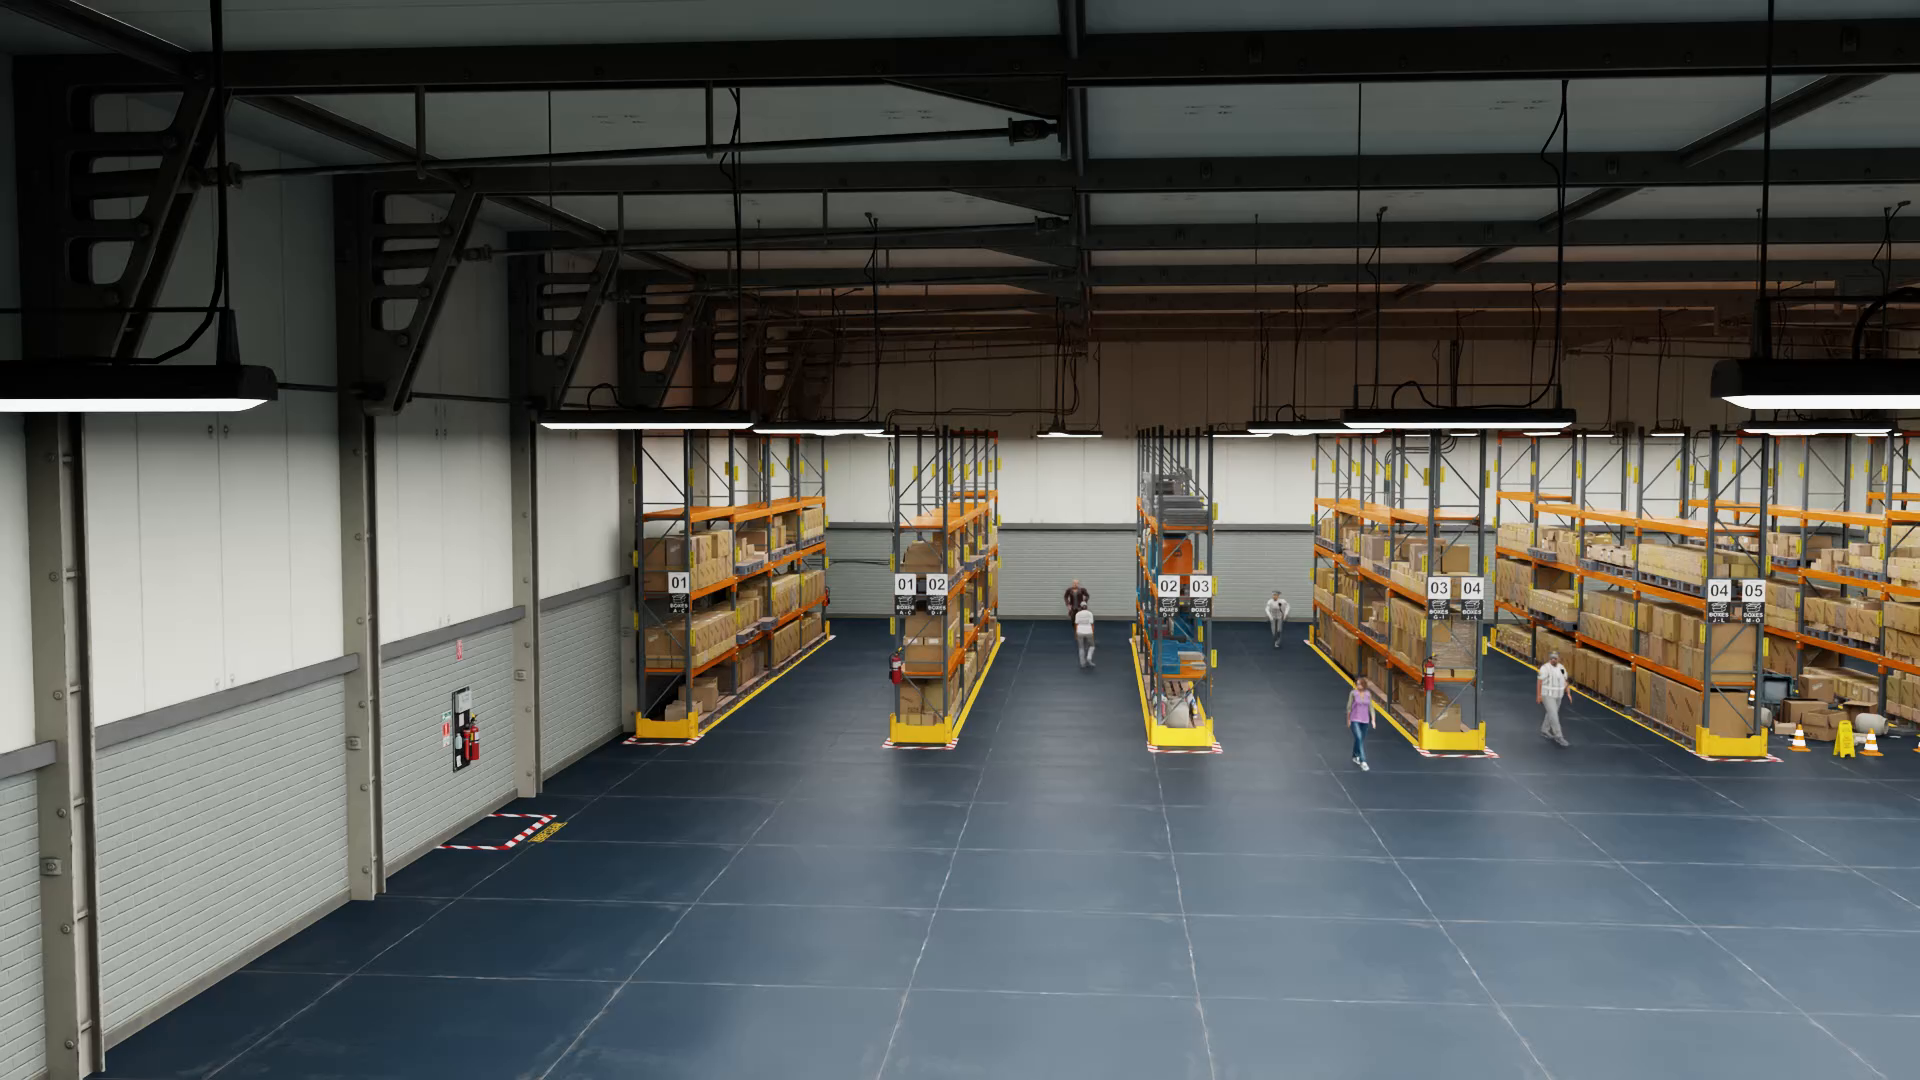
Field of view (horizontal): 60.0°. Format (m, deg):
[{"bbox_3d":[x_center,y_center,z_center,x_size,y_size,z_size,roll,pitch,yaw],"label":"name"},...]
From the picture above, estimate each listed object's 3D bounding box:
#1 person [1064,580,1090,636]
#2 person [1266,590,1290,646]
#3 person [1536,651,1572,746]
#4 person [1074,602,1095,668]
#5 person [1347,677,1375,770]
[{"bbox_3d":[3.406,1.977,48.487,0.746,1.686,0.648,1,4,13],"label":"person"},{"bbox_3d":[8.792,2.164,45.986,0.667,1.603,0.688,1,4,16],"label":"person"},{"bbox_3d":[11.269,2.954,31.485,0.561,1.743,0.890,-1,4,-20],"label":"person"},{"bbox_3d":[3.140,2.384,41.806,0.529,1.662,0.496,0,3,6],"label":"person"},{"bbox_3d":[7.010,3.176,29.000,0.434,1.565,0.859,0,3,-8],"label":"person"}]
